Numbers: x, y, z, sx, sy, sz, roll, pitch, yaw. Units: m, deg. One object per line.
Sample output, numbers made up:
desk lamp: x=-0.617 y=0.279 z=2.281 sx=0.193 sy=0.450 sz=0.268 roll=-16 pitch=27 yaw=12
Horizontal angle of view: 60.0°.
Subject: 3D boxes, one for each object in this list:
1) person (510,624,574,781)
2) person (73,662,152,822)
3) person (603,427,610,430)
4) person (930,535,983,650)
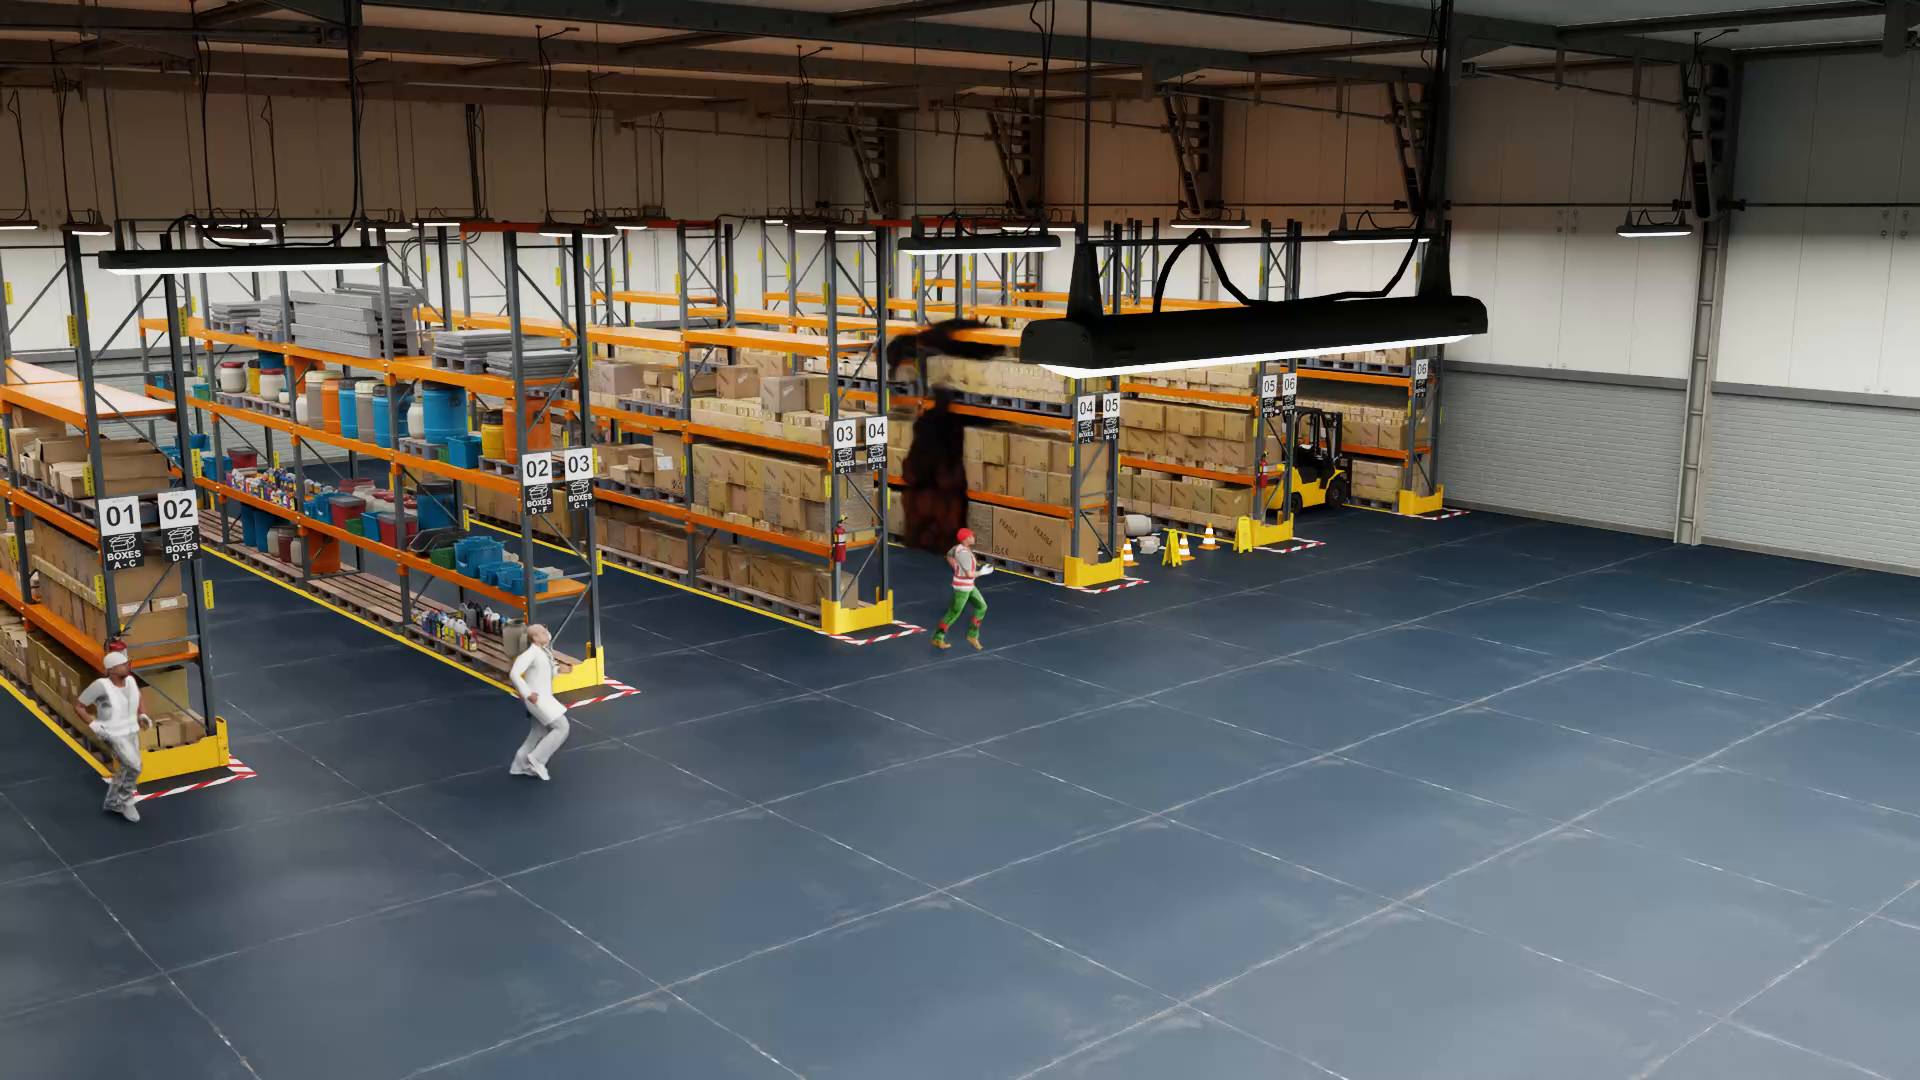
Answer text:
person: x=-4.678 y=1.800 z=18.536 sx=0.745 sy=1.764 sz=0.701 roll=-2 pitch=12 yaw=-8
person: x=-8.740 y=2.057 z=17.341 sx=0.651 sy=1.745 sz=0.698 roll=3 pitch=12 yaw=15
person: x=-8.639 y=-2.729 z=41.025 sx=0.569 sy=1.667 sz=0.957 roll=8 pitch=14 yaw=36
person: x=-0.038 y=0.735 z=23.847 sx=0.765 sy=1.771 sz=0.675 roll=1 pitch=11 yaw=3
